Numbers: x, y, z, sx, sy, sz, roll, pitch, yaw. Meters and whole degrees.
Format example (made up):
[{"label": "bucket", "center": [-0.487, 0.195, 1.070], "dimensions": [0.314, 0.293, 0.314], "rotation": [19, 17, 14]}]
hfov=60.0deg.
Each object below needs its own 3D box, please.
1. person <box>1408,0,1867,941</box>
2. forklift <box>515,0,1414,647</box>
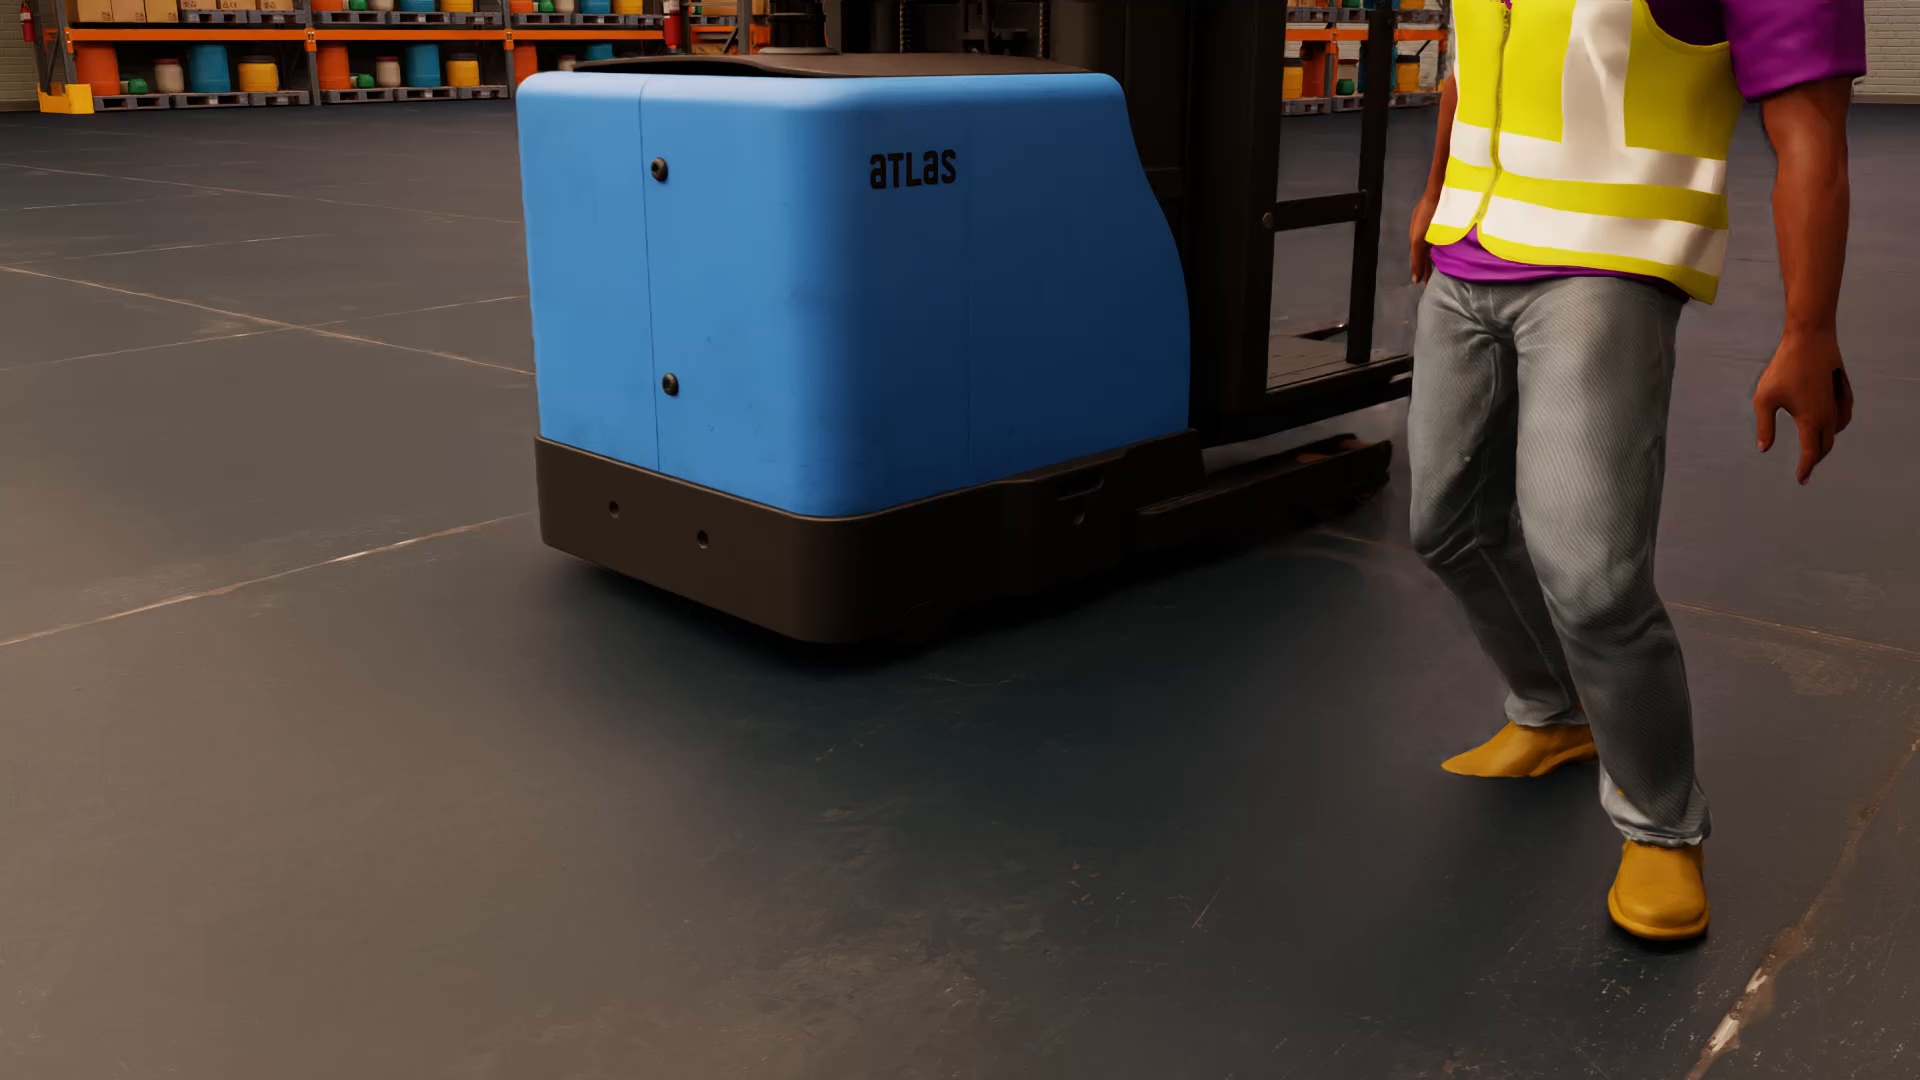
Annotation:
[{"label": "person", "center": [0.873, -0.383, 2.358], "dimensions": [0.497, 1.734, 0.888], "rotation": [-5, 18, -17]}, {"label": "forklift", "center": [0.459, -1.547, 3.993], "dimensions": [1.130, 2.935, 3.031], "rotation": [16, 23, 42]}]
